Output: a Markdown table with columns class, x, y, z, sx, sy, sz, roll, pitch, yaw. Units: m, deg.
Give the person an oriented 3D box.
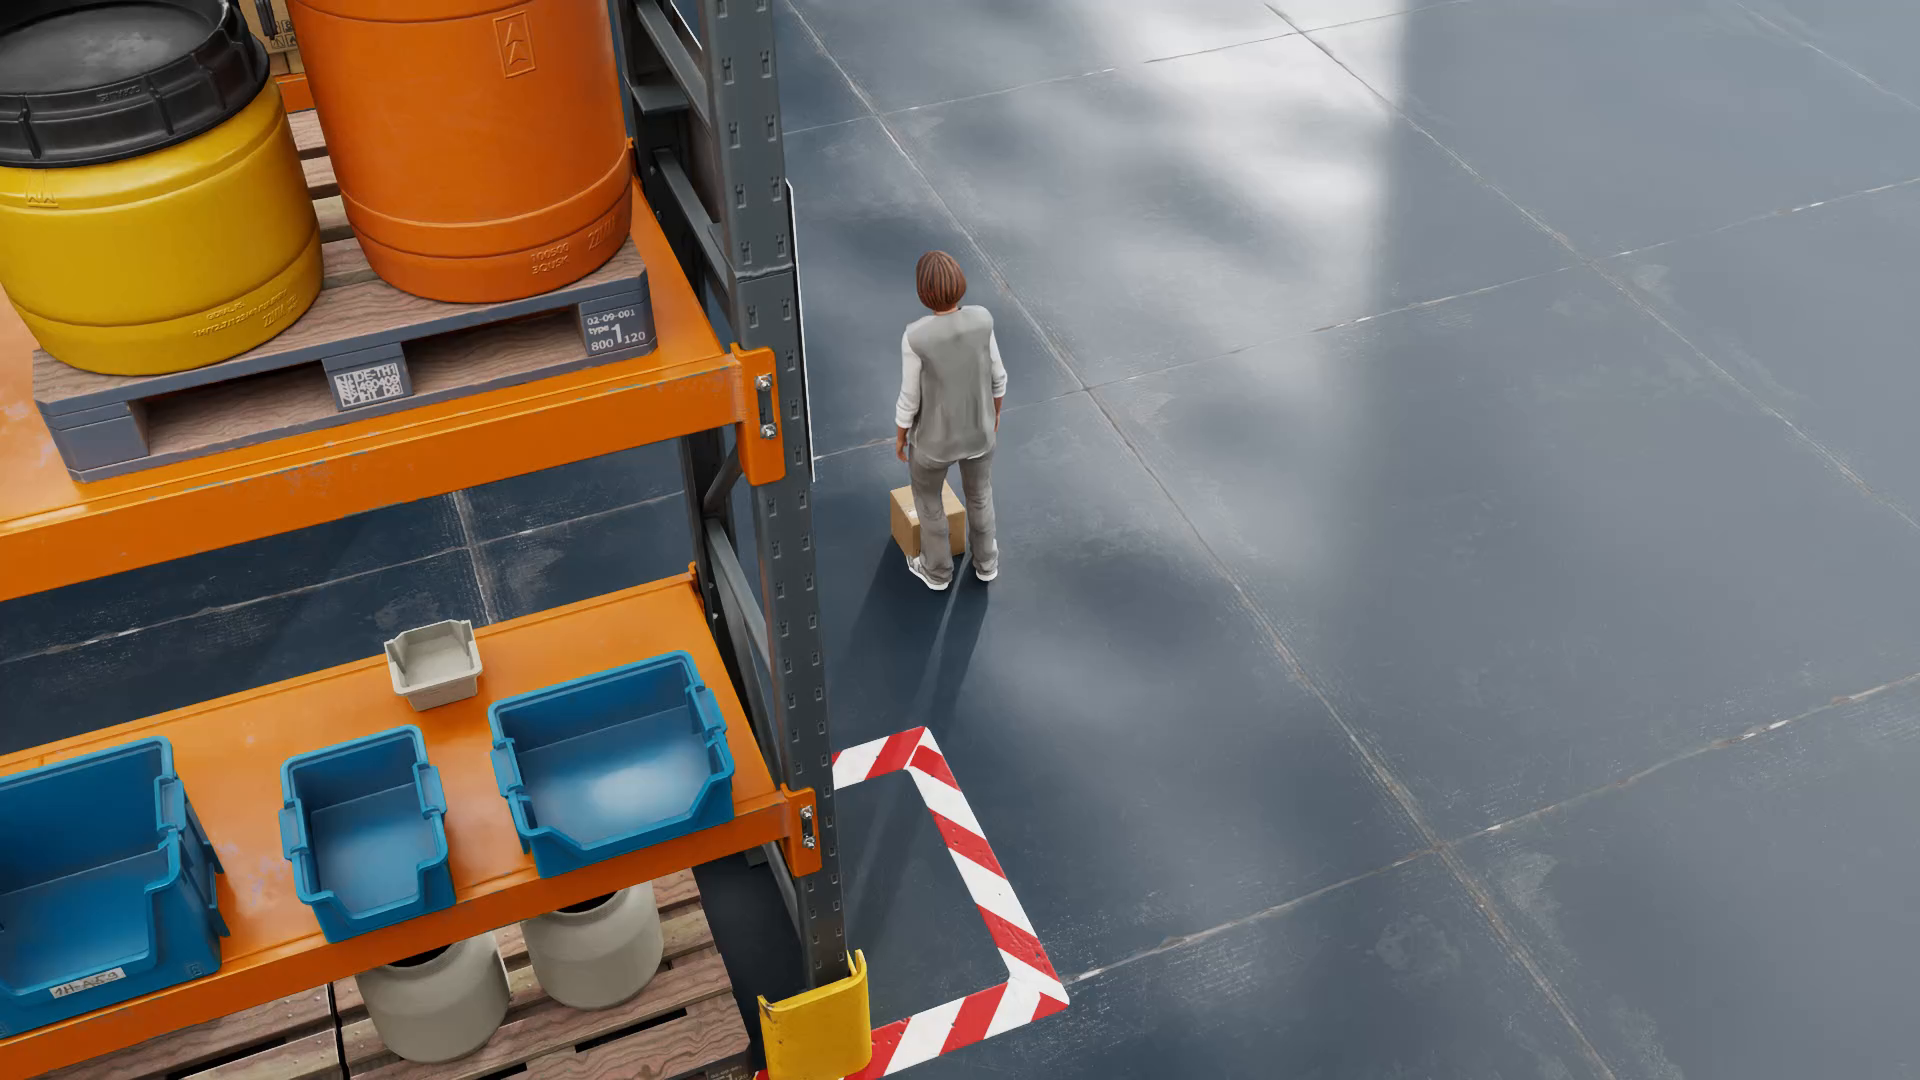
| class | x | y | z | sx | sy | sz | roll | pitch | yaw |
| --- | --- | --- | --- | --- | --- | --- | --- | --- | --- |
| person | -0.042 | -0.430 | 6.649 | 0.466 | 1.581 | 0.366 | -16 | 45 | -17 |
